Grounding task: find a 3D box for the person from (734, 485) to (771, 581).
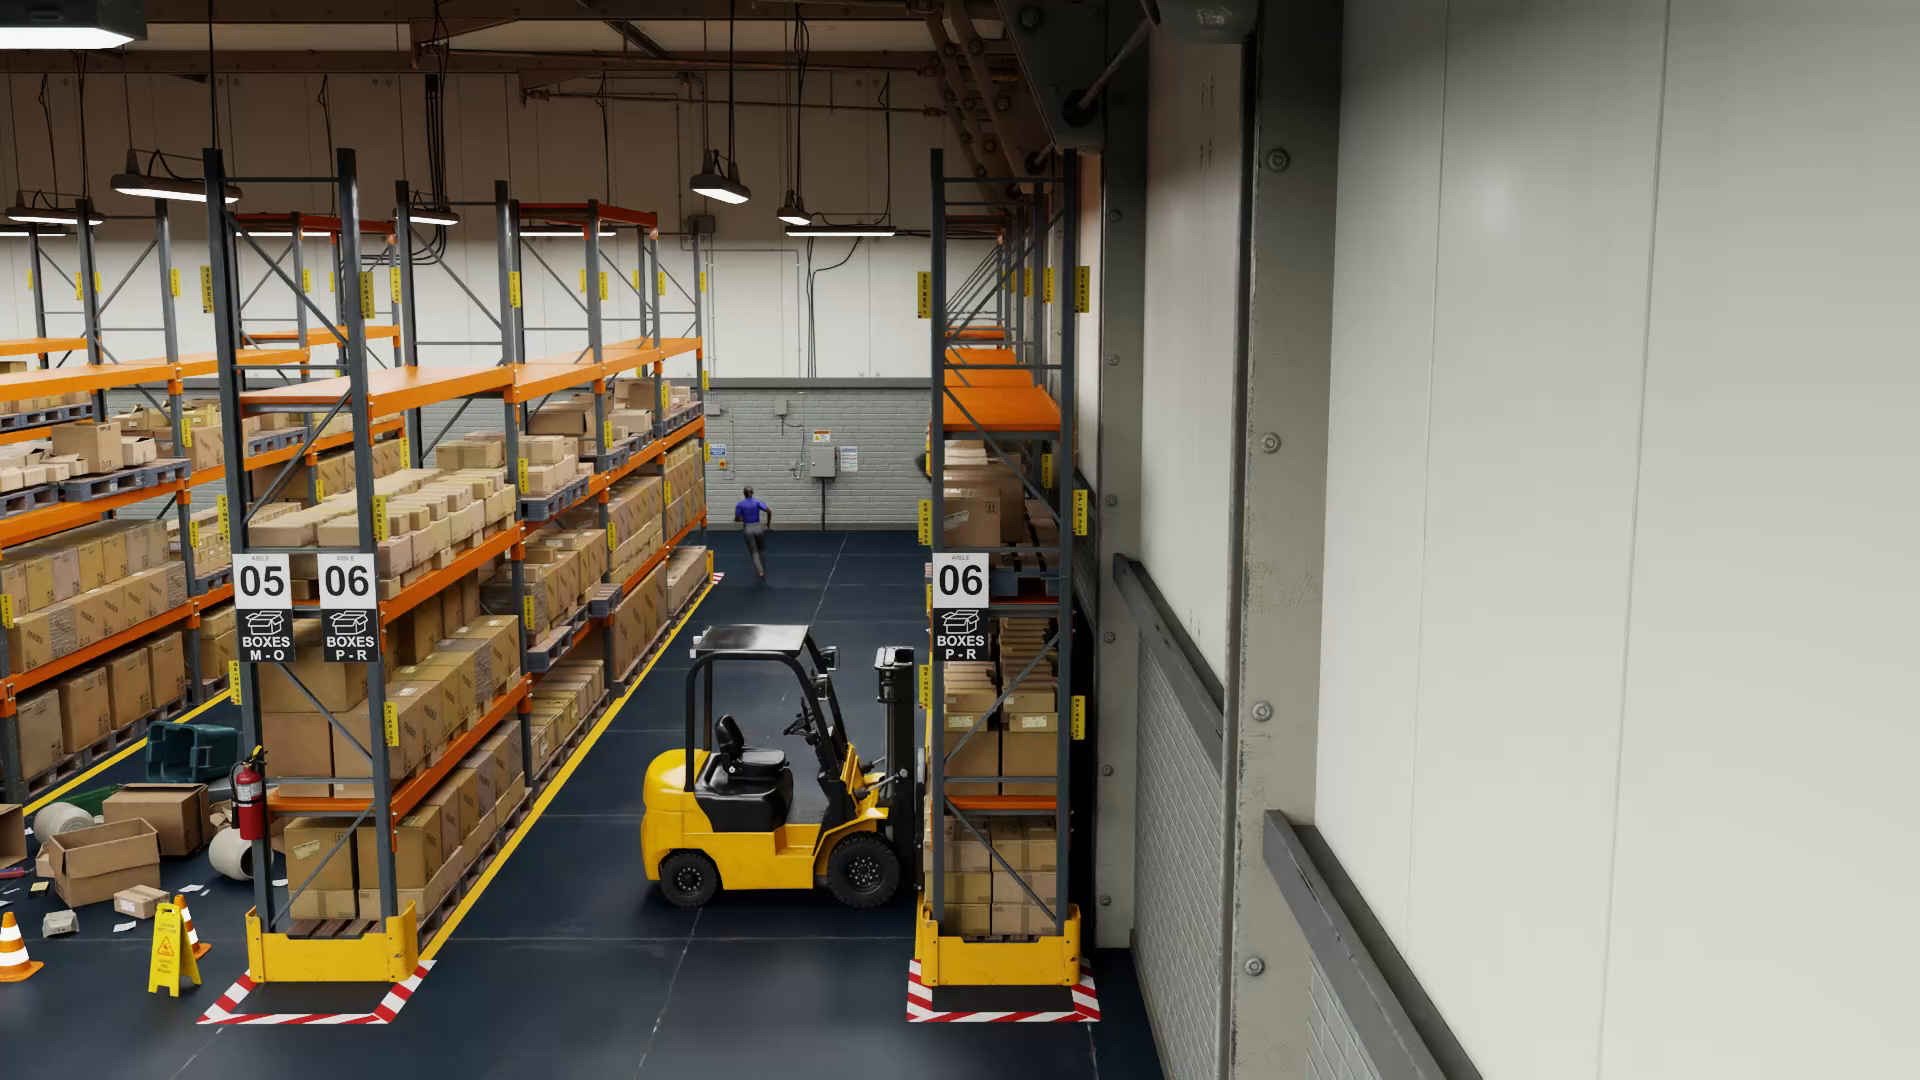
[{"bbox_3d":[-3.479,-0.069,27.886,0.604,1.700,0.849,-3,9,-16],"label":"person"}]
